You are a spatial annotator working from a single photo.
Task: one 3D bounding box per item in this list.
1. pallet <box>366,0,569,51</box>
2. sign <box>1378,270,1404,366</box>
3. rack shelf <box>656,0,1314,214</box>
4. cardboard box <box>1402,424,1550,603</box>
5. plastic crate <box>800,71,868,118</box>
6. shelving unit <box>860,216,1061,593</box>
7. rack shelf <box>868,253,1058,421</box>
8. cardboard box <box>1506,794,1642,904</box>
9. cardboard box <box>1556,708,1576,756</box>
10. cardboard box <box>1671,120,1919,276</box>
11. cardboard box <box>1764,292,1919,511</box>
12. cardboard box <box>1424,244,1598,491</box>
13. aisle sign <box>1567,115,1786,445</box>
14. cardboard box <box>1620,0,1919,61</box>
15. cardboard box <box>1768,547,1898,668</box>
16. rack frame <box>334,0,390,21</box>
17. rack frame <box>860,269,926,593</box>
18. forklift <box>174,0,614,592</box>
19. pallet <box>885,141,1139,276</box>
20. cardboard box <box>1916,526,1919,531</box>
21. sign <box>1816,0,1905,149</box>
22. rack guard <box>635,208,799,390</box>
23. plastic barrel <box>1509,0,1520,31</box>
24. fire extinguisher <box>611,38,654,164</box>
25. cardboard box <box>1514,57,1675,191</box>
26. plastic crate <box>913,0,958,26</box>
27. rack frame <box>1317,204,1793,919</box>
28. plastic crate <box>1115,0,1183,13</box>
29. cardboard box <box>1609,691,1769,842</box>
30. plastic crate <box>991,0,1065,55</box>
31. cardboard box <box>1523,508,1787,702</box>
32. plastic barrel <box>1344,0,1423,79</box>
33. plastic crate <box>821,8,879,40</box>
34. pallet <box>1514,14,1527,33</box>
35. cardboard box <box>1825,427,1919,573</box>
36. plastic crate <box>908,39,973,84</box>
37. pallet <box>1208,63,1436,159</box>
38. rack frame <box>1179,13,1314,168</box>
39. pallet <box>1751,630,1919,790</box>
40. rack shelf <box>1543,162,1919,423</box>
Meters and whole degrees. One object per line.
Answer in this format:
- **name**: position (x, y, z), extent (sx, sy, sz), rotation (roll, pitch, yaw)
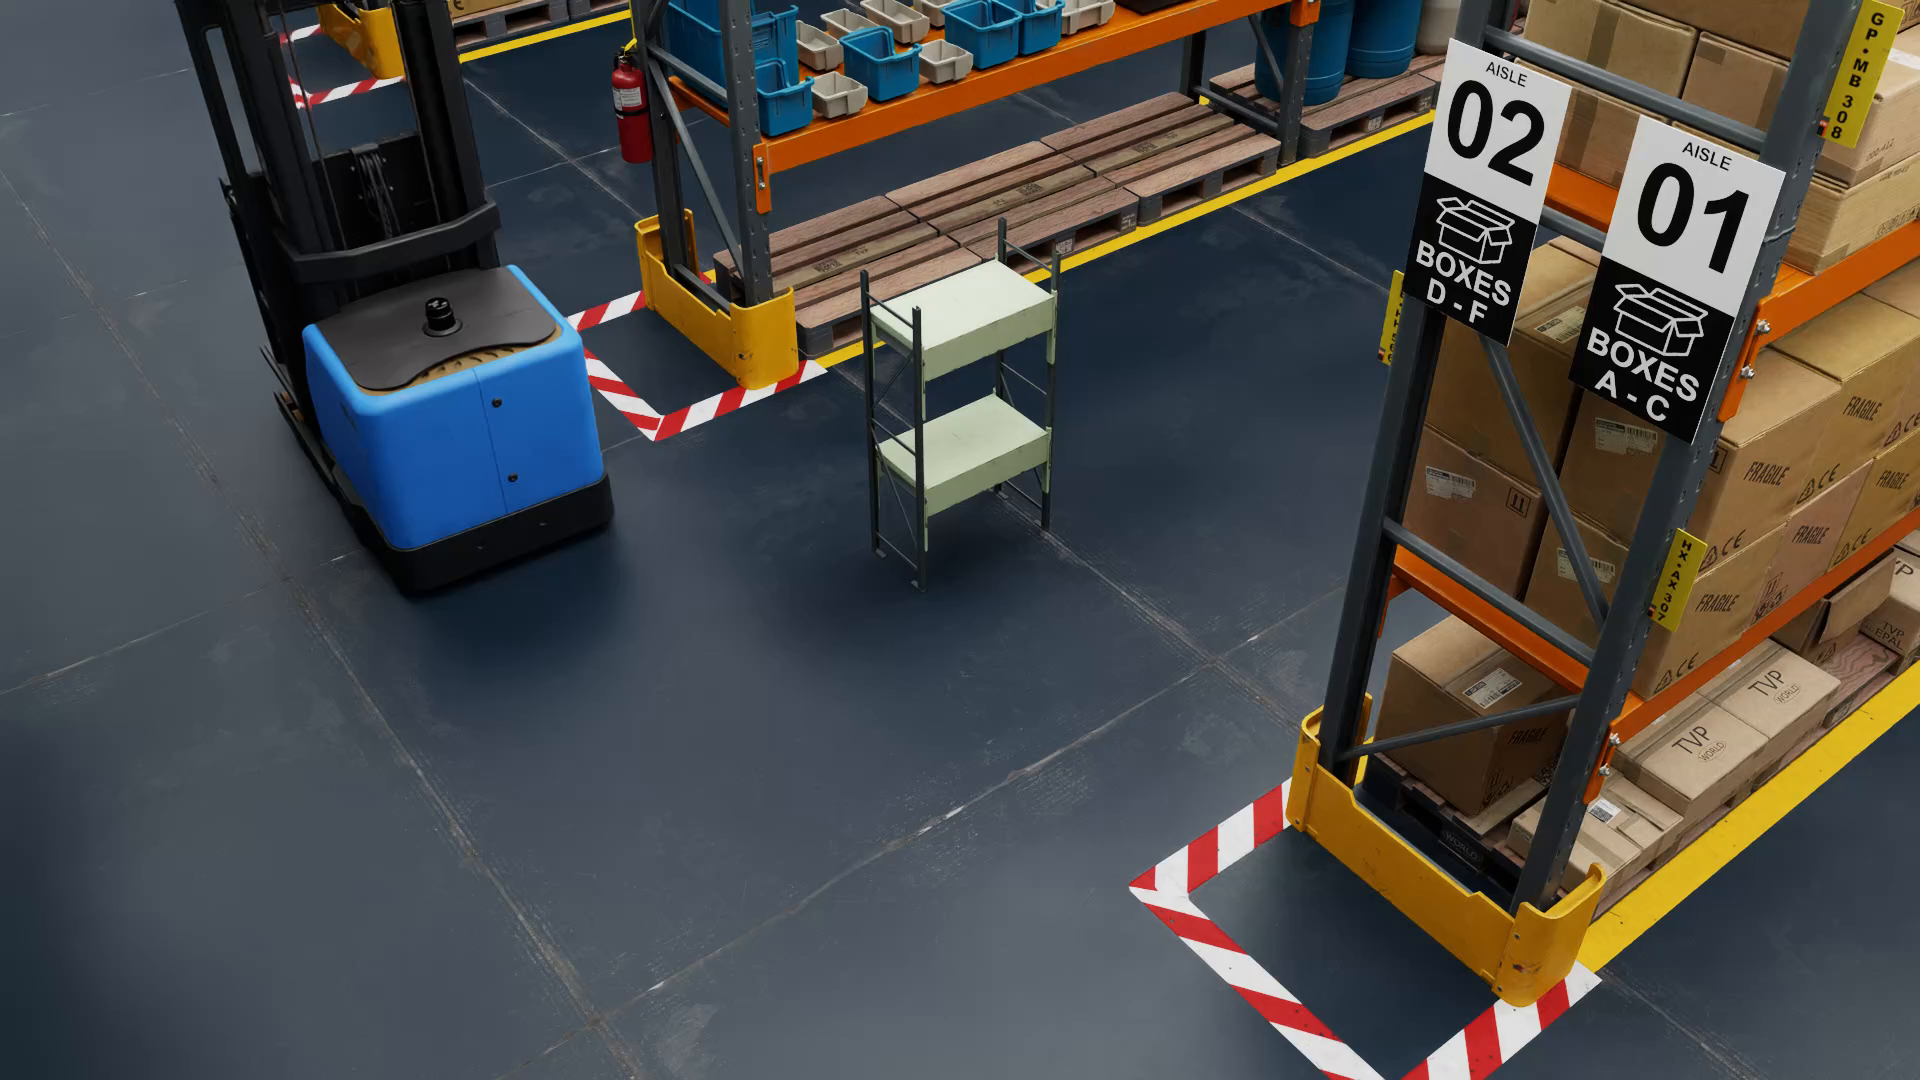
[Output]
- **pallet**: position (-3.758, -4.077, 12.687), extent (1.213, 0.211, 1.003), rotation (-26, 46, -28)
- **sign**: position (1.367, -0.680, 5.185), extent (0.005, 0.325, 0.100), rotation (-26, 46, -28)
- **rack shelf**: position (0.260, -2.810, 9.512), extent (4.000, 0.370, 1.077), rotation (-26, 46, -28)
- **cardboard box**: position (1.879, -0.172, 5.649), extent (0.500, 0.500, 0.500), rotation (-25, 45, -27)
- **plastic crate**: position (-0.625, -2.249, 8.421), extent (0.298, 0.136, 0.250), rotation (-26, 46, -28)
- **shelving unit**: position (0.005, -0.582, 7.411), extent (0.755, 1.500, 0.431), rotation (-26, 46, -28)
- **rack shelf**: position (0.005, -0.884, 7.163), extent (0.720, 0.370, 0.431), rotation (-26, 46, -28)
- **cardboard box**: position (2.231, 1.120, 6.054), extent (0.250, 0.149, 0.380), rotation (-26, 46, -28)
- **cardboard box**: position (2.346, 0.657, 6.605), extent (0.250, 0.166, 0.380), rotation (-26, 46, -28)
- **cardboard box**: position (2.252, -0.996, 4.485), extent (0.500, 0.250, 0.500), rotation (-26, 46, -28)
- **cardboard box**: position (2.612, -0.493, 5.252), extent (0.500, 0.500, 0.500), rotation (-25, 46, -28)
- **cardboard box**: position (1.875, -0.559, 5.332), extent (0.500, 0.500, 0.500), rotation (-26, 46, -28)
- **aisle sign**: position (1.814, -0.654, 4.266), extent (0.004, 0.787, 0.394), rotation (-26, 46, -28)
- **cardboard box**: position (2.087, -1.615, 4.255), extent (0.500, 0.500, 0.700), rotation (-26, 46, -28)
- **cardboard box**: position (3.374, 0.155, 6.951), extent (0.637, 0.503, 0.797), rotation (-26, 46, -28)
- **rack frame**: position (-4.344, -4.806, 11.378), extent (0.127, 3.000, 1.000), rotation (-26, 46, -28)
- **rack frame**: position (-0.285, -0.441, 7.239), extent (0.023, 1.500, 0.400), rotation (-26, 46, -28)
- **forklift**: position (-2.886, -1.800, 7.766), extent (1.130, 2.935, 3.031), rotation (-23, 45, -25)
- **pallet**: position (0.318, -2.006, 10.162), extent (1.213, 0.211, 1.003), rotation (-26, 46, -28)
- **cardboard box**: position (4.321, 0.101, 7.296), extent (0.250, 0.149, 0.380), rotation (-26, 46, -28)
- **sign**: position (2.020, -1.048, 3.742), extent (0.005, 0.325, 0.100), rotation (-26, 46, -28)
- **rack guard**: position (-1.337, -1.333, 9.115), extent (0.348, 0.500, 1.175), rotation (-26, 46, -28)
- **plastic barrel**: position (3.744, -4.003, 11.969), extent (0.708, 0.588, 0.600), rotation (-26, 46, -28)
- **fire extinguisher**: position (-1.723, -2.312, 8.692), extent (0.183, 0.674, 0.296), rotation (-26, 46, -28)
- **cardboard box**: position (1.936, -1.256, 4.803), extent (0.500, 0.250, 0.500), rotation (-26, 46, -28)
- **plastic crate**: position (-0.122, -2.992, 9.326), extent (0.250, 0.136, 0.298), rotation (-26, 46, -28)
- **rack frame**: position (1.689, 0.177, 5.303), extent (0.127, 3.000, 1.000), rotation (-26, 46, -28)
- **plastic crate**: position (1.122, -3.211, 9.602), extent (0.590, 0.125, 0.437), rotation (-26, 46, -28)
- **cardboard box**: position (2.690, 0.809, 6.353), extent (0.500, 0.250, 0.500), rotation (-26, 46, -28)
- **plastic crate**: position (0.352, -2.829, 9.051), extent (0.300, 0.233, 0.416), rotation (-26, 46, -28)
- **cardboard box**: position (2.202, 0.099, 5.319), extent (0.500, 0.500, 0.500), rotation (-25, 46, -27)
- **plastic barrel**: position (2.849, -3.688, 11.337), extent (0.708, 0.901, 0.600), rotation (-26, 46, -28)
- **plastic crate**: position (-0.551, -2.748, 9.029), extent (0.243, 0.136, 0.396), rotation (-26, 46, -28)
- **pallet**: position (4.417, -4.004, 12.598), extent (1.213, 0.211, 1.003), rotation (-26, 46, -28)
- **cardboard box**: position (3.007, -0.295, 5.800), extent (0.500, 0.500, 0.500), rotation (-26, 46, -28)
- **plastic crate**: position (-0.087, -2.511, 8.740), extent (0.298, 0.136, 0.250), rotation (-26, 46, -28)
- **pallet**: position (2.483, -3.061, 11.448), extent (1.213, 0.211, 1.003), rotation (-26, 46, -28)
- **rack frame**: position (1.845, -3.862, 10.226), extent (0.127, 3.000, 1.000), rotation (-26, 46, -28)
- **pallet**: position (3.348, 0.448, 7.171), extent (1.213, 0.211, 1.003), rotation (-26, 46, -28)
- **rack shelf**: position (3.275, -1.478, 5.522), extent (4.000, 0.370, 1.077), rotation (-26, 46, -28)
